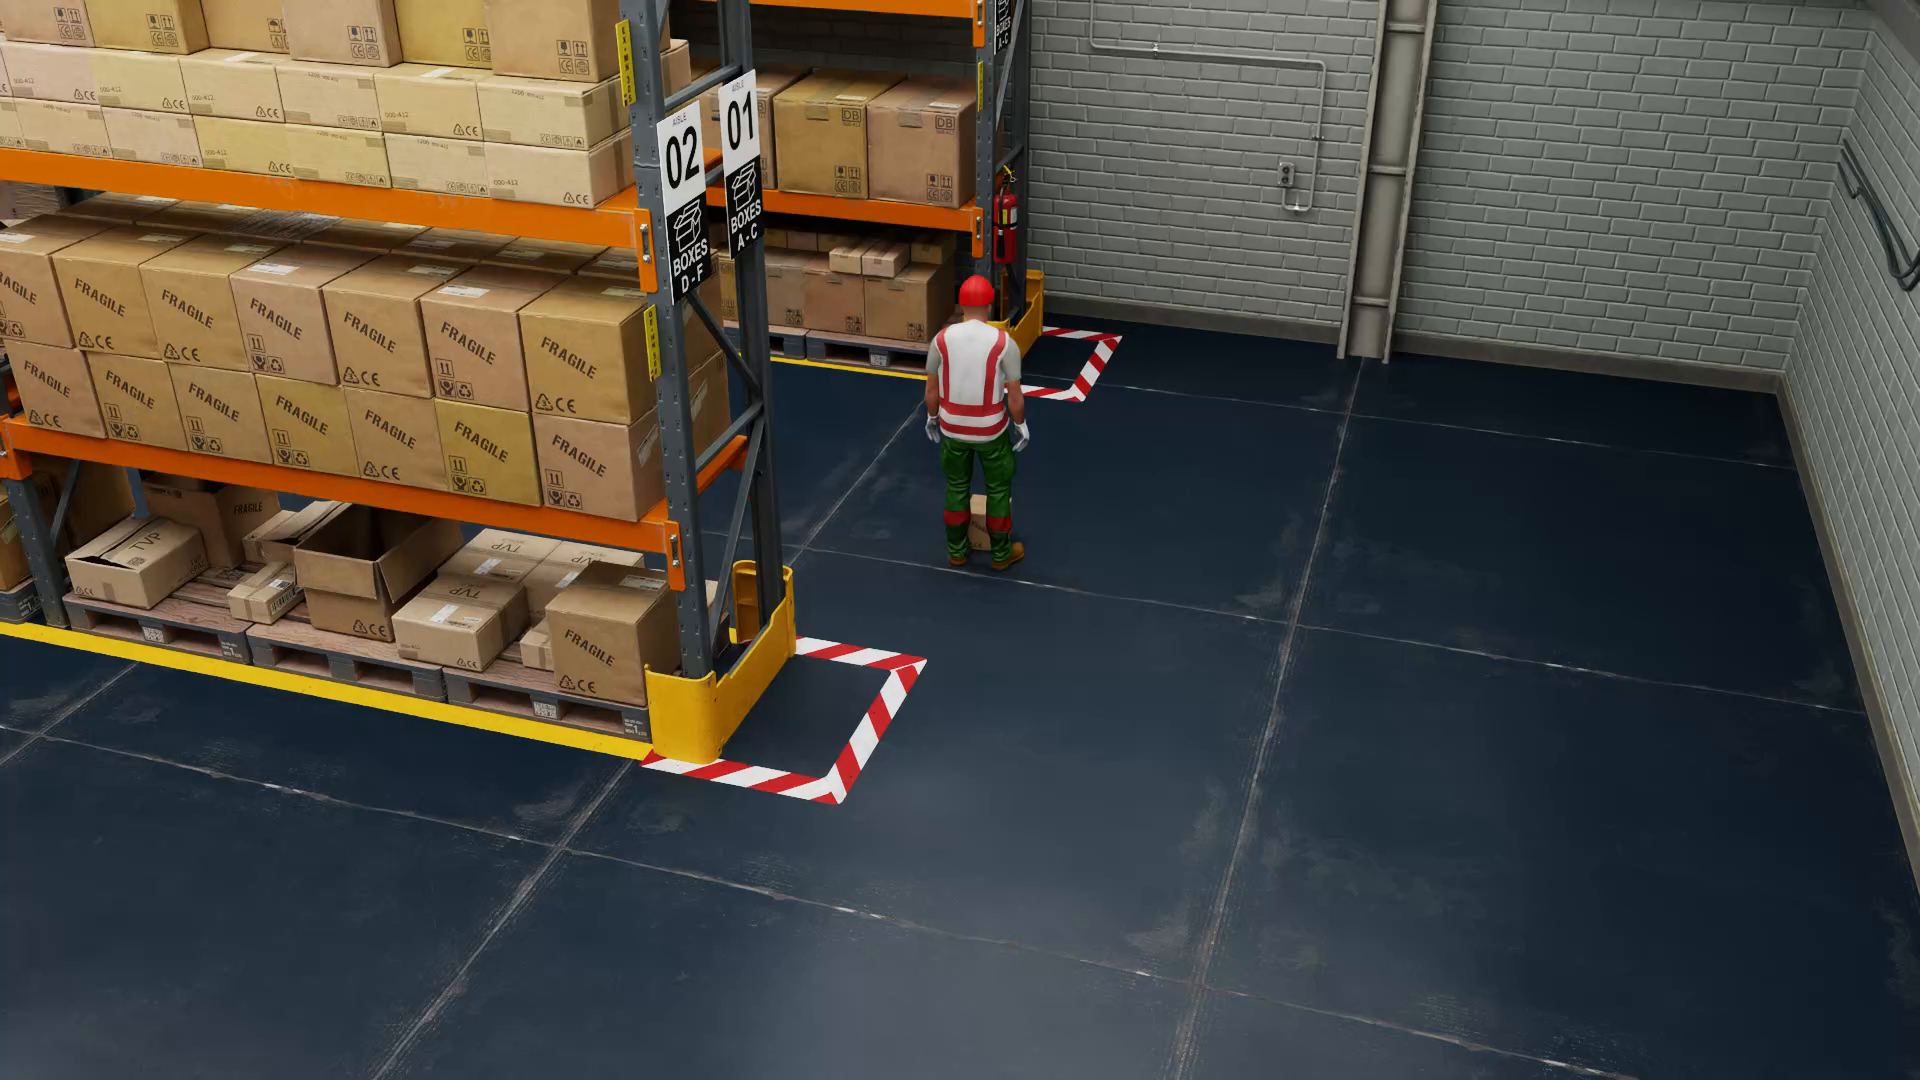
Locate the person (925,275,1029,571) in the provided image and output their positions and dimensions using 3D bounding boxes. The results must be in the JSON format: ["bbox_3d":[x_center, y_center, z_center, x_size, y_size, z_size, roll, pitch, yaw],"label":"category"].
[{"bbox_3d":[0.097,-0.670,9.705,0.622,1.779,0.452,8,30,14],"label":"person"}]
